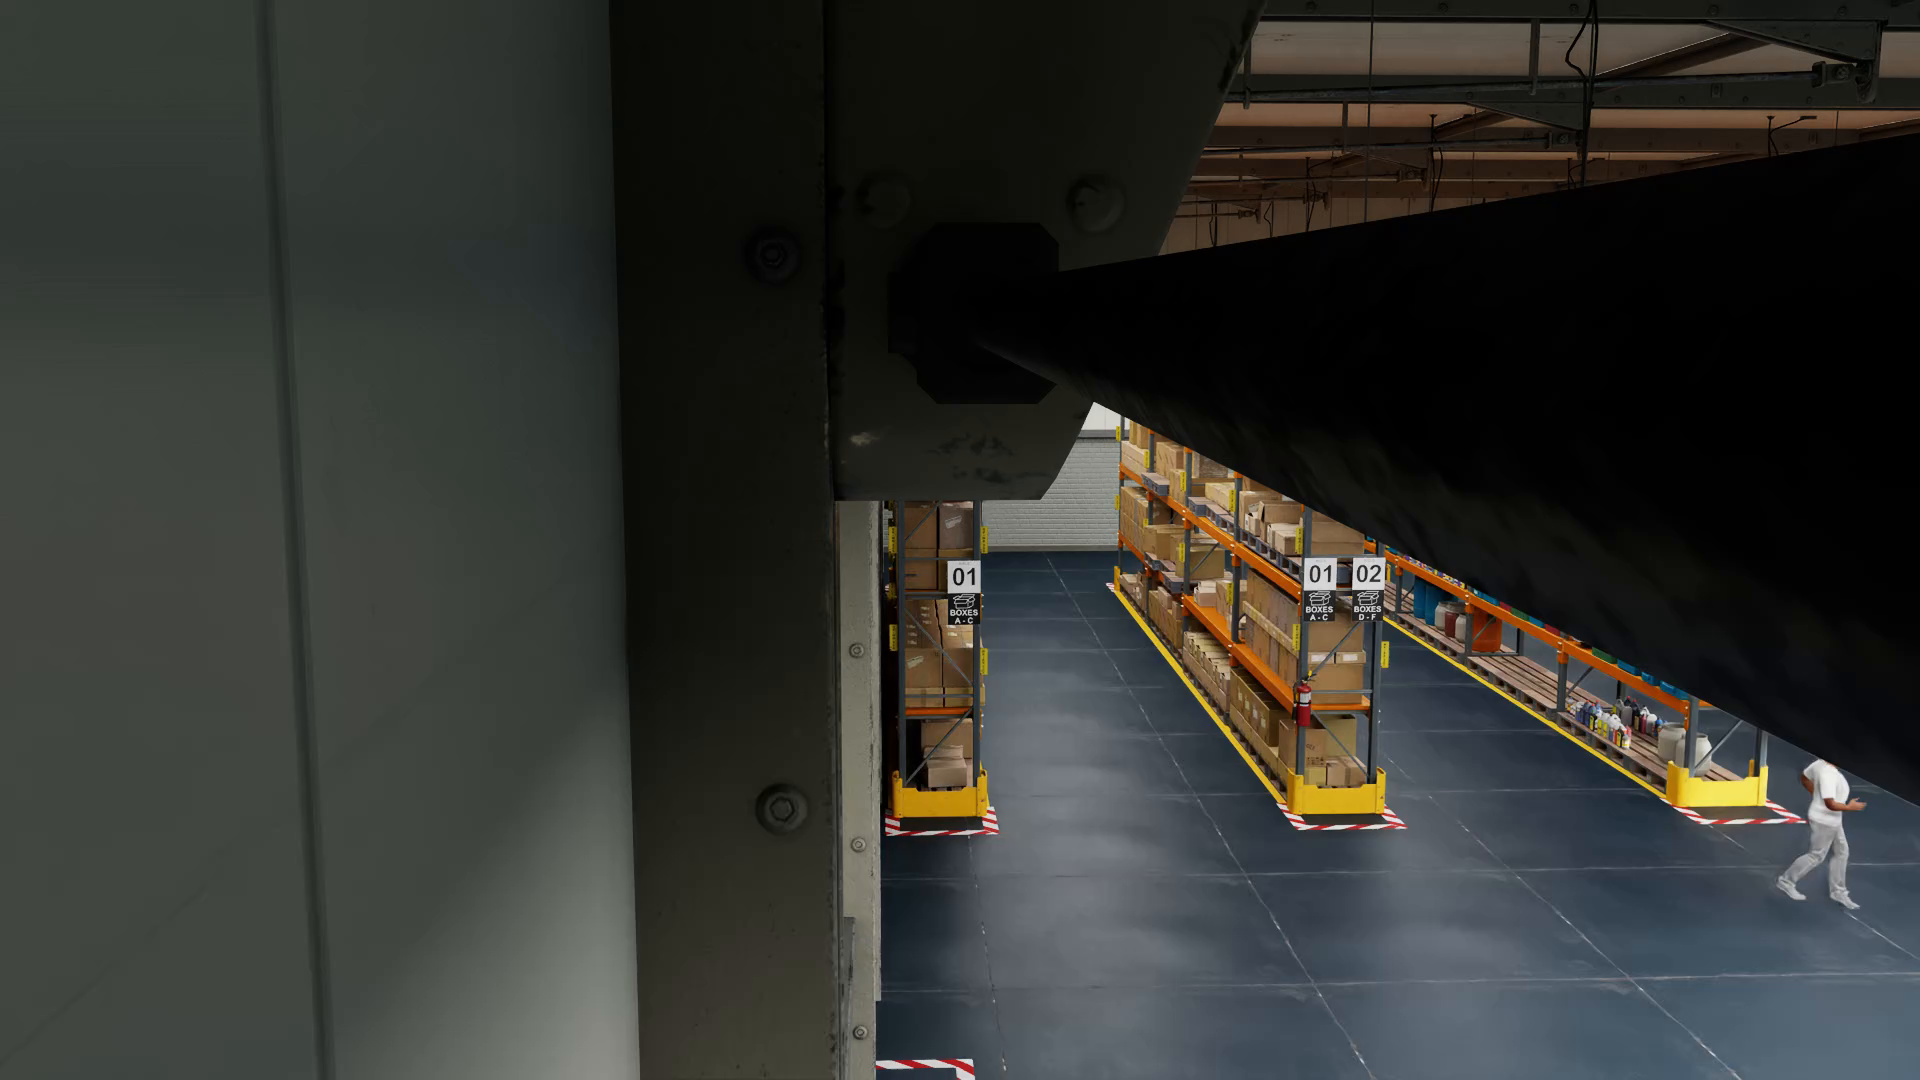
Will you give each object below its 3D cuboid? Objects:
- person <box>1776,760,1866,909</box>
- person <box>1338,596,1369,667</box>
[{"bbox_3d":[9.044,2.967,17.416,0.804,1.822,0.716,4,9,27],"label":"person"},{"bbox_3d":[6.866,1.260,29.154,0.621,1.798,0.937,-2,8,-13],"label":"person"}]
